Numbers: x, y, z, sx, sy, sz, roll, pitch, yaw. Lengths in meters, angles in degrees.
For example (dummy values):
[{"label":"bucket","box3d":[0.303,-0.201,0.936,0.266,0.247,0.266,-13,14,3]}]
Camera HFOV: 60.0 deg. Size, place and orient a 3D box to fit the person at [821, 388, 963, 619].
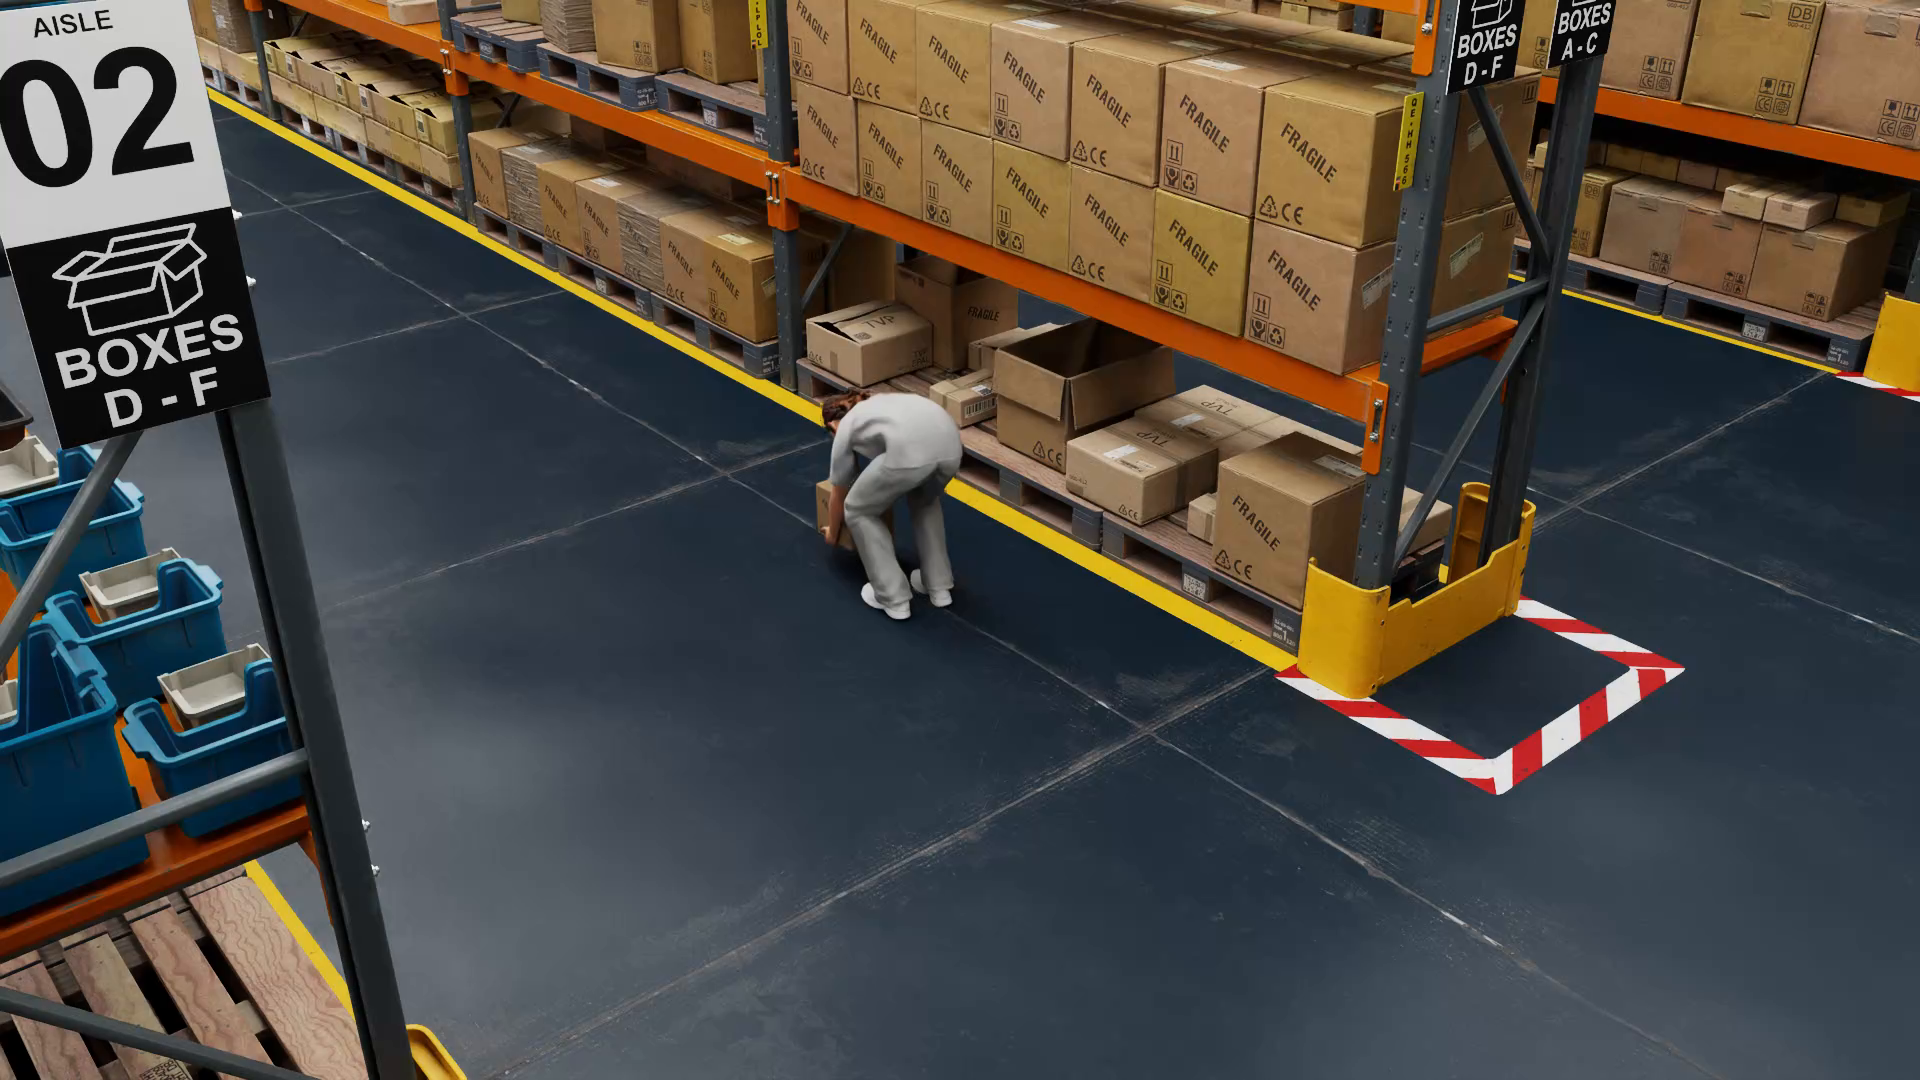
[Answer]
[{"label":"person","box3d":[-0.328,-0.222,7.288,0.458,0.962,0.858,-19,33,-31]}]
